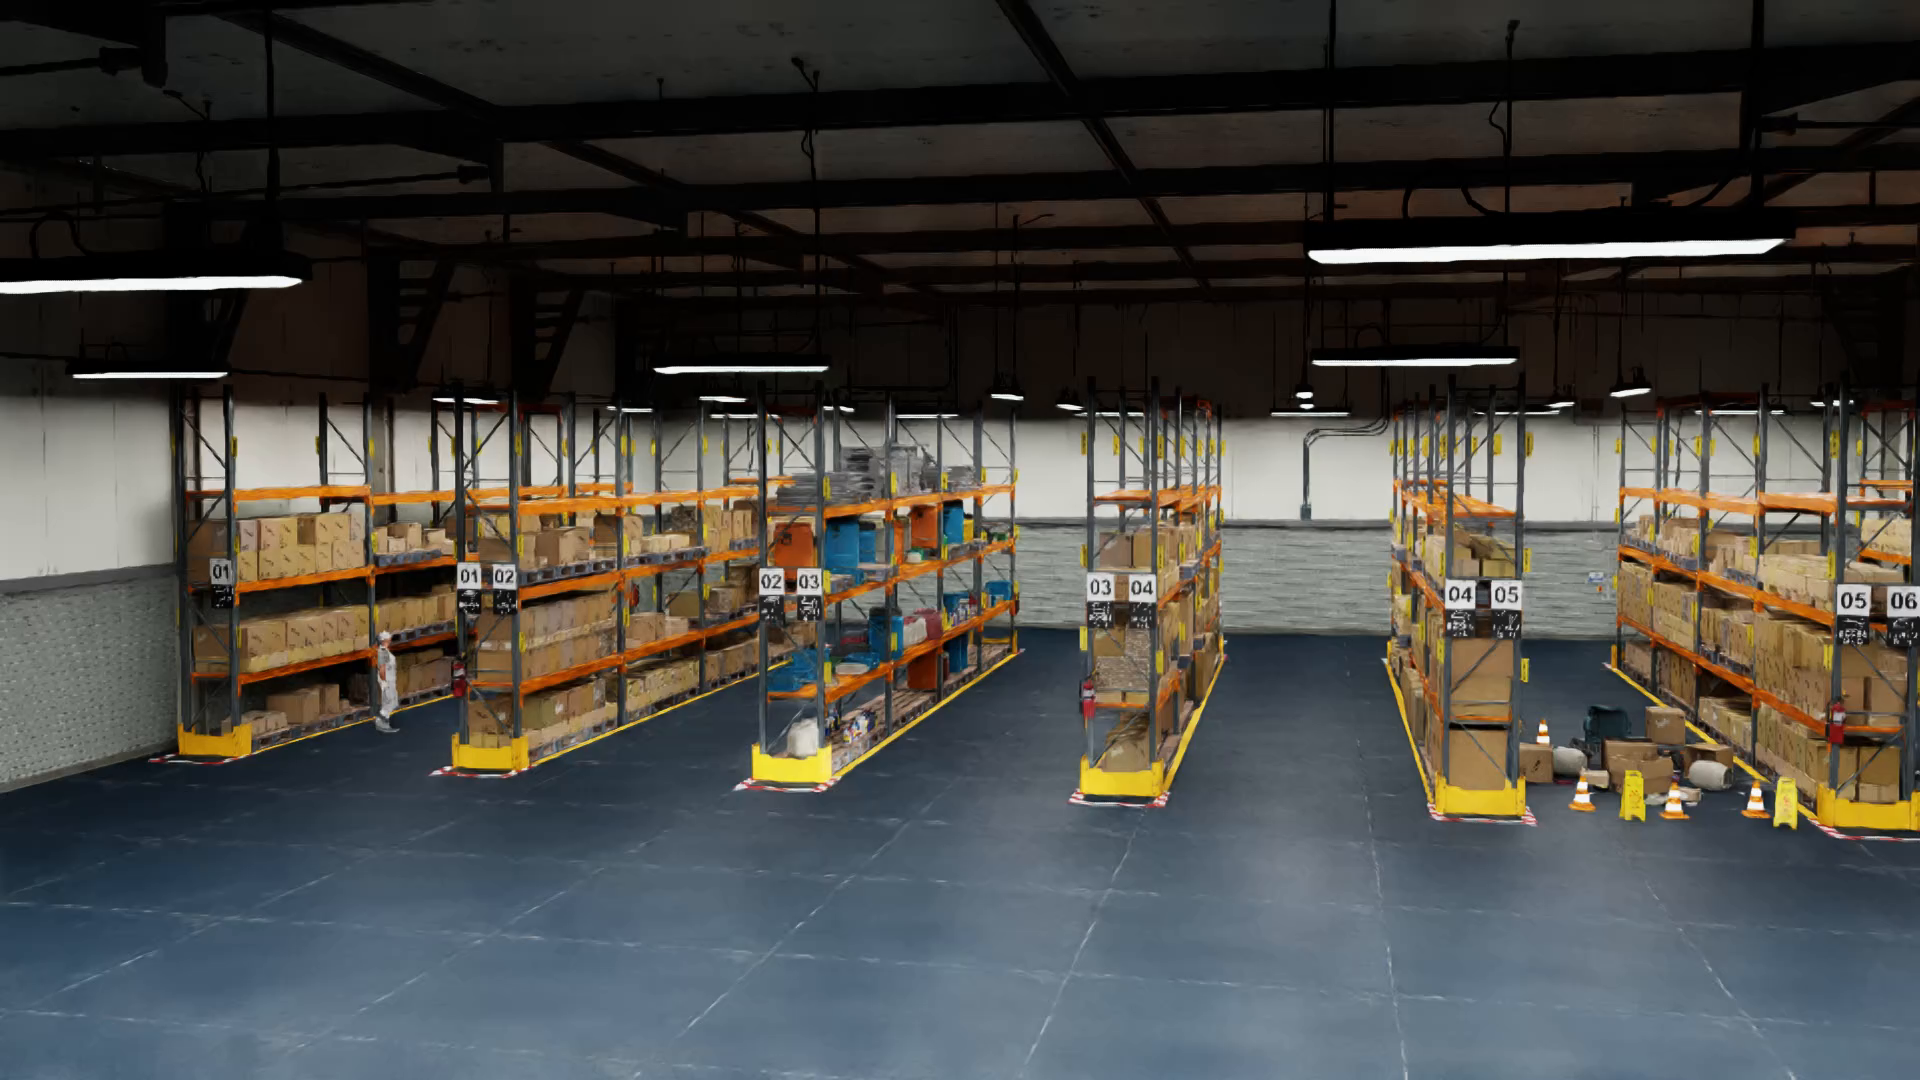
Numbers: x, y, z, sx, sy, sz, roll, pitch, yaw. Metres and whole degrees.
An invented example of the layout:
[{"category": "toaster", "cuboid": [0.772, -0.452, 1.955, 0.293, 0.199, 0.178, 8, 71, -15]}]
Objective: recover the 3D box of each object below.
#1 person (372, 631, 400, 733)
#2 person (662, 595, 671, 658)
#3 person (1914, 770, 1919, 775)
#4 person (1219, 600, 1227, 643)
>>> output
[{"category": "person", "cuboid": [-10.027, 2.483, 29.015, 0.444, 1.786, 0.598, -1, 3, -15]}, {"category": "person", "cuboid": [-6.659, 2.052, 38.400, 0.580, 1.619, 0.507, 1, 3, 10]}, {"category": "person", "cuboid": [14.612, 2.703, 24.884, 0.556, 1.781, 0.631, 3, 4, 42]}, {"category": "person", "cuboid": [6.434, 1.845, 42.359, 0.560, 1.508, 0.749, 0, 3, -8]}]
